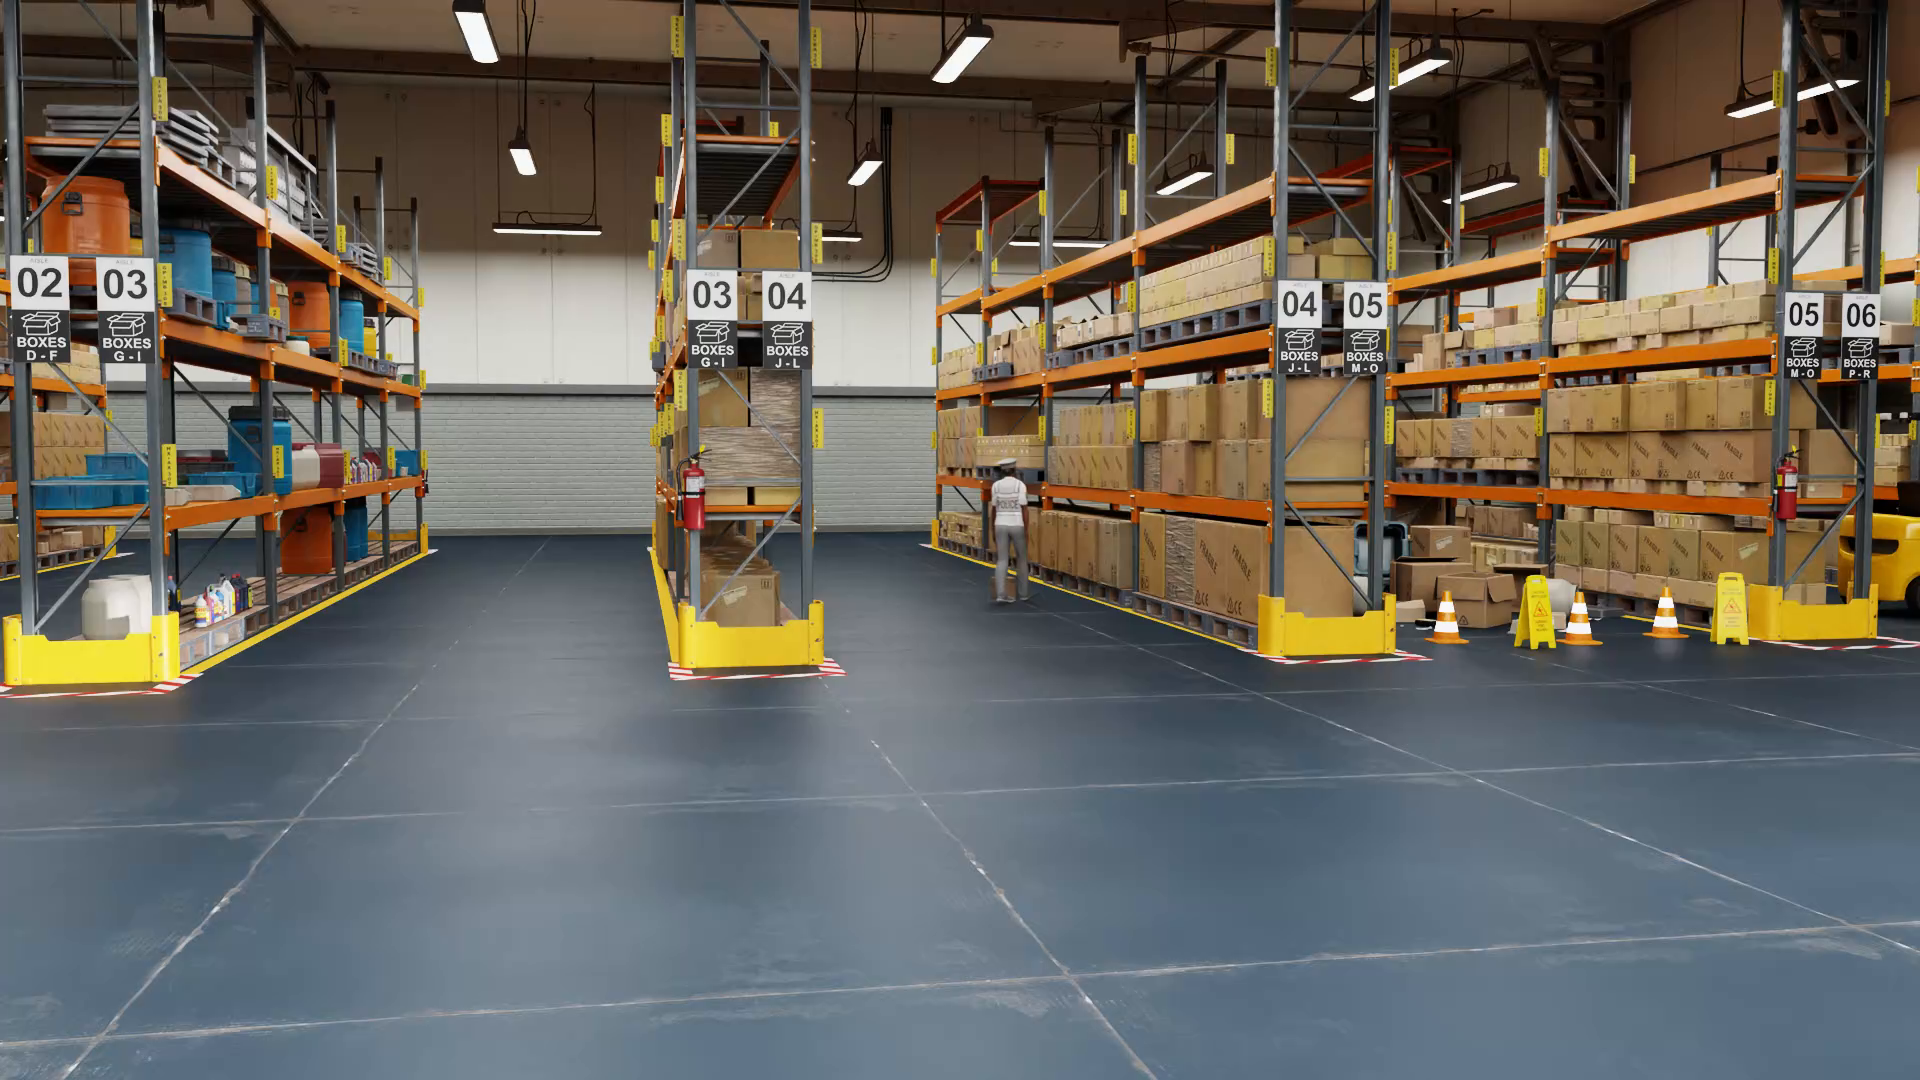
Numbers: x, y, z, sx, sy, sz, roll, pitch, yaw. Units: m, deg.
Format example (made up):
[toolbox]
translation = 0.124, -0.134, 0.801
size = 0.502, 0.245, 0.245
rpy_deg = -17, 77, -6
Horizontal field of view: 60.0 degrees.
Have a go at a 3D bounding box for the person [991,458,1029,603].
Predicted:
[person]
translation = 0.600, -0.116, 19.161
size = 0.459, 1.656, 0.668
rpy_deg = 1, 3, 16
